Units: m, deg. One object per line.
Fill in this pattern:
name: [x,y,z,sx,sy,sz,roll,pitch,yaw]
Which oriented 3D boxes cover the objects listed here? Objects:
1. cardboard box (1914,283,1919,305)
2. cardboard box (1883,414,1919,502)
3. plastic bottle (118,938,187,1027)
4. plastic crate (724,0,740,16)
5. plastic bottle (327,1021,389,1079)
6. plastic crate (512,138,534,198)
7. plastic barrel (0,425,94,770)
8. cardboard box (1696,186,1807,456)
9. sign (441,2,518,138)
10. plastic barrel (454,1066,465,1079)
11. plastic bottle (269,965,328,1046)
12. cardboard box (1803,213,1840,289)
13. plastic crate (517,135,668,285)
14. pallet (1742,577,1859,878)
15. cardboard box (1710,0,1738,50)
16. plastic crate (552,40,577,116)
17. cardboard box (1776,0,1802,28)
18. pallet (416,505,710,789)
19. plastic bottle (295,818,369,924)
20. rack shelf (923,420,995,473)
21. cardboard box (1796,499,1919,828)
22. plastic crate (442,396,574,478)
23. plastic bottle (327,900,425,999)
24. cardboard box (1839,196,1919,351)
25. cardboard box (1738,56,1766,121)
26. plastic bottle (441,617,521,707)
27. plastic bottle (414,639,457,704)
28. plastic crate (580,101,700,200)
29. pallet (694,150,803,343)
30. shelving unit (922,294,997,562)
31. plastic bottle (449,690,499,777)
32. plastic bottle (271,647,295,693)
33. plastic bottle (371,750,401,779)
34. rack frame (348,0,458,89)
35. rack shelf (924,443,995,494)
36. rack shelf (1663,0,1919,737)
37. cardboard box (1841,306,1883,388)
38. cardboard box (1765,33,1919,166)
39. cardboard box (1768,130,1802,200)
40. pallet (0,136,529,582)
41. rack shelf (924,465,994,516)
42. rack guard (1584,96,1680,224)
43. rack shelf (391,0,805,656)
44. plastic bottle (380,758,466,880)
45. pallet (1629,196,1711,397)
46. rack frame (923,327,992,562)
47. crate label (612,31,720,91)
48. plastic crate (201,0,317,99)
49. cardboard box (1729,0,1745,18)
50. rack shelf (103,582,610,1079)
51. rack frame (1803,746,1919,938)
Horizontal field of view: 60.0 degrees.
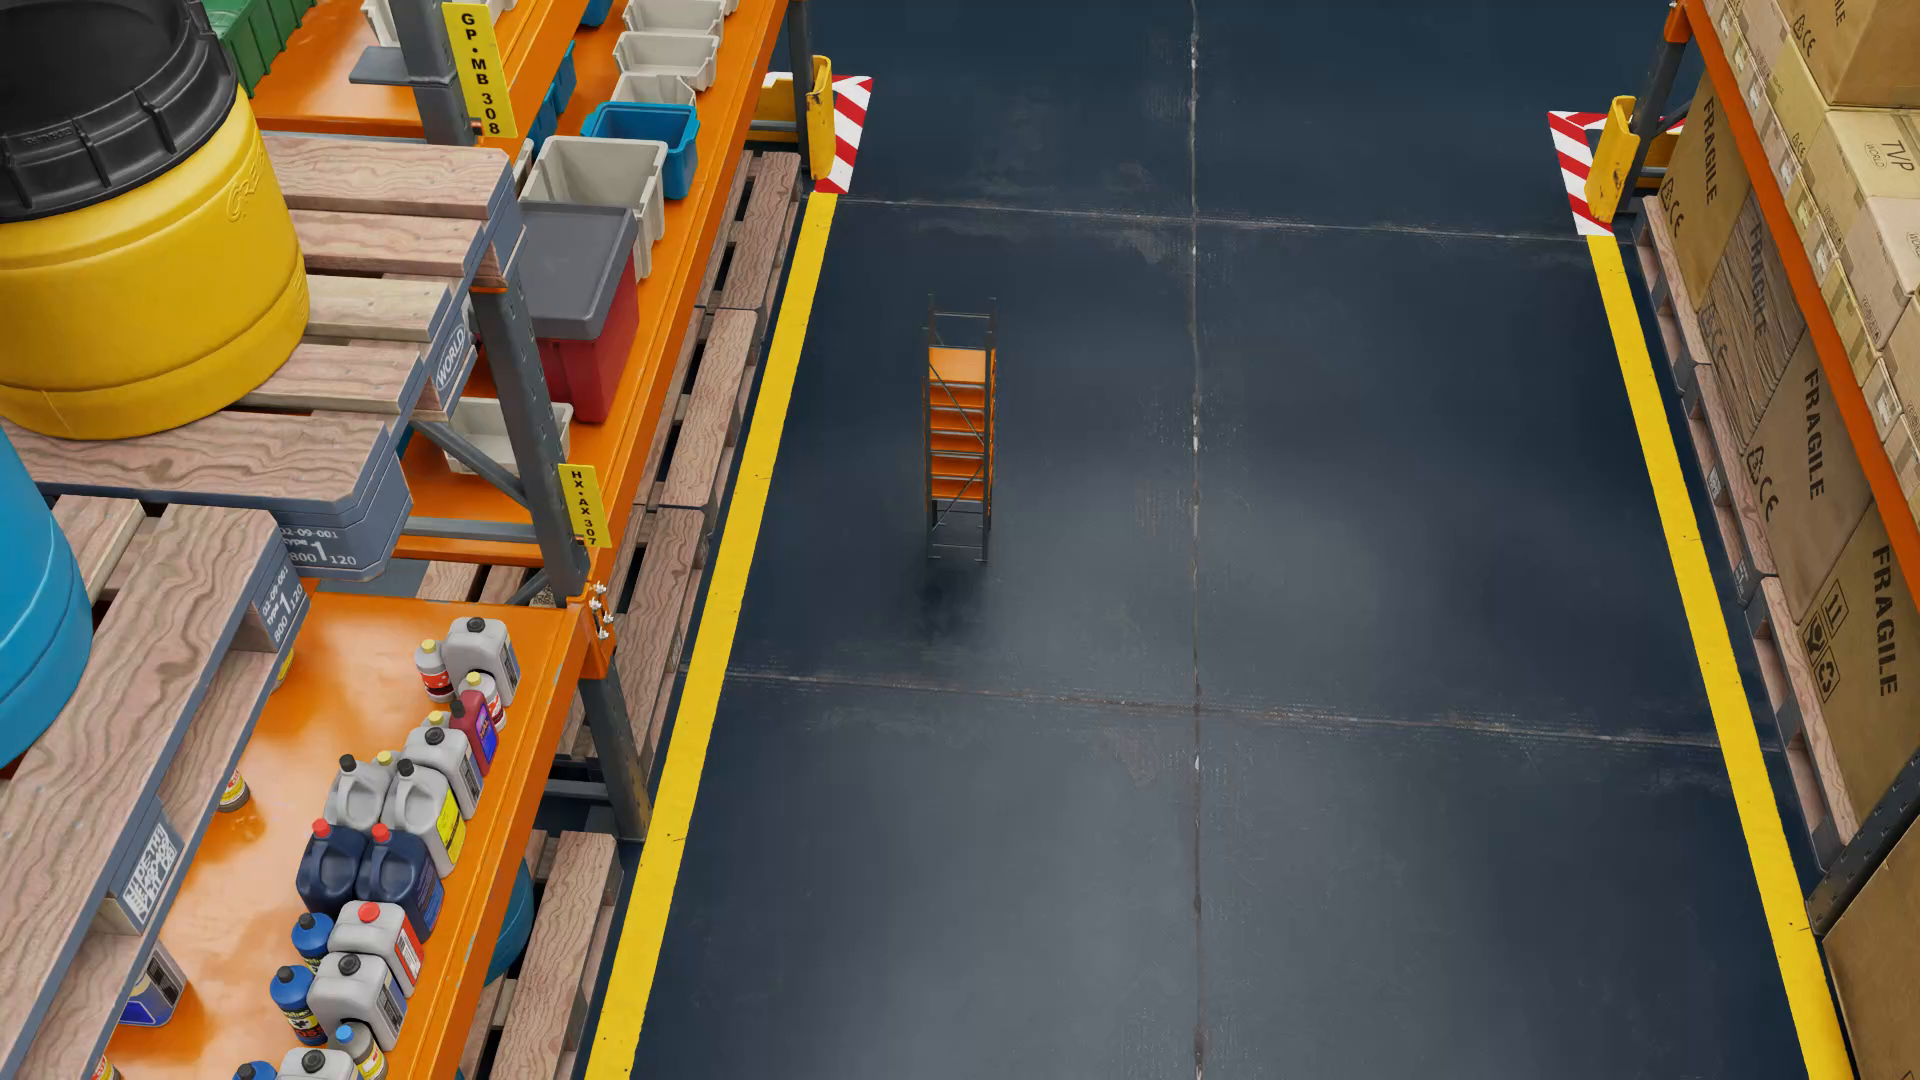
cardboard box: [3.171,-0.730,4.777,0.500,0.500,0.500,4,48,4]
cardboard box: [3.094,-0.243,5.110,0.380,0.149,0.250,3,48,3]
plastic bottle: [-1.941,1.010,3.877,0.152,0.276,0.135,4,48,4]
plastic crate: [-1.116,-2.296,6.955,0.396,0.136,0.243,4,48,4]
plastic bottle: [-1.376,1.167,3.785,0.097,0.201,0.097,0,48,0]
plastic crate: [-1.727,-1.268,6.015,0.293,0.136,0.466,4,48,4]
plastic barrel: [-1.590,-0.096,2.148,0.600,0.901,0.708,4,48,4]
cardboard box: [3.648,-0.923,6.717,0.875,0.875,0.875,4,48,4]
sign: [-1.039,-1.014,3.606,0.100,0.325,0.005,4,48,4]
plastic barrel: [-1.718,1.449,4.530,0.600,0.901,0.708,4,48,4]
plastic bottle: [-1.518,1.061,3.834,0.097,0.271,0.097,0,48,0]
cardboard box: [3.188,-0.996,5.799,0.380,0.149,0.250,5,48,4]
plastic crate: [-1.264,-1.127,5.787,0.437,0.282,0.530,4,48,4]
pallet: [3.493,0.684,5.981,1.003,0.211,1.213,4,48,4]
cardboard box: [3.327,-2.131,6.837,0.380,0.149,0.250,3,48,3]
plastic crate: [-1.693,-1.813,6.448,0.416,0.233,0.300,4,48,4]
cardboard box: [3.352,-2.244,6.161,0.500,0.500,0.500,3,48,3]
pallet: [-1.558,0.361,6.276,1.003,0.211,1.213,4,48,4]
plastic bottle: [-1.505,0.803,4.016,0.144,0.351,0.185,4,48,4]
rack shelf: [-0.001,-0.364,6.330,0.258,0.103,0.180,4,48,4]
cardboard box: [3.485,0.392,5.514,0.875,0.875,0.875,4,48,4]
plastic crate: [-1.402,-0.300,5.130,0.396,0.136,0.243,4,48,4]
plastic bottle: [-1.380,0.955,3.927,0.152,0.276,0.135,4,48,4]
cardboard box: [3.215,-0.851,5.396,0.500,0.250,0.500,5,48,4]
cardboard box: [3.282,-1.751,6.489,0.380,0.149,0.250,3,48,3]
plastic bottle: [-1.301,0.316,4.512,0.152,0.276,0.135,4,48,4]
plastic bottle: [-1.427,0.347,4.535,0.097,0.201,0.097,0,48,0]
plastic crate: [-1.154,-1.414,6.083,0.416,0.233,0.300,4,48,4]
pallet: [-1.336,-1.432,7.916,1.003,0.211,1.213,4,48,4]
shelving unit: [-0.001,-0.394,6.298,0.258,1.200,0.189,4,48,4]
plastic bottle: [-1.276,0.487,4.351,0.061,0.283,0.133,4,48,4]
plastic bottle: [-1.945,0.246,4.525,0.144,0.351,0.185,4,48,4]
plastic bottle: [-1.460,0.615,4.289,0.097,0.201,0.097,0,48,0]
rack frame: [-1.587,-2.062,2.537,1.000,3.000,0.127,4,48,4]
rack shelf: [-0.001,-0.283,6.419,0.258,0.103,0.180,4,48,4]
rack shelf: [3.528,-0.931,6.056,1.077,0.370,4.000,4,48,4]
cardboard box: [3.140,-0.621,5.456,0.380,0.149,0.250,5,48,4]
cardboard box: [3.307,-1.607,6.087,0.500,0.250,0.500,2,48,2]
cardboard box: [3.234,-1.375,6.145,0.380,0.149,0.250,3,48,3]
pallet: [-1.561,-0.403,3.181,1.213,0.211,1.003,4,48,4]
rack shelf: [-0.001,-0.202,6.507,0.258,0.103,0.180,4,48,4]
rack guard: [3.712,-1.817,8.073,1.175,0.500,0.348,4,48,4]
rack shelf: [-1.405,-1.264,6.361,1.077,0.370,4.000,4,48,4]
plastic bottle: [-1.345,0.677,4.131,0.144,0.351,0.185,4,48,4]
pallet: [3.715,-1.109,7.621,1.003,0.211,1.213,4,48,4]
rack frame: [-0.010,-0.327,6.236,0.240,1.200,0.006,4,48,4]
crate label: [-1.158,-1.878,6.573,0.396,0.136,0.243,4,48,4]
plastic crate: [-1.849,-1.309,4.026,0.450,0.188,0.662,4,48,4]
cardboard box: [3.397,-2.358,6.774,0.500,0.250,0.500,3,48,2]
rack shelf: [-1.769,1.676,3.672,1.077,0.370,4.000,4,48,4]
rack frame: [3.346,0.296,4.446,1.000,3.000,0.127,4,48,4]
